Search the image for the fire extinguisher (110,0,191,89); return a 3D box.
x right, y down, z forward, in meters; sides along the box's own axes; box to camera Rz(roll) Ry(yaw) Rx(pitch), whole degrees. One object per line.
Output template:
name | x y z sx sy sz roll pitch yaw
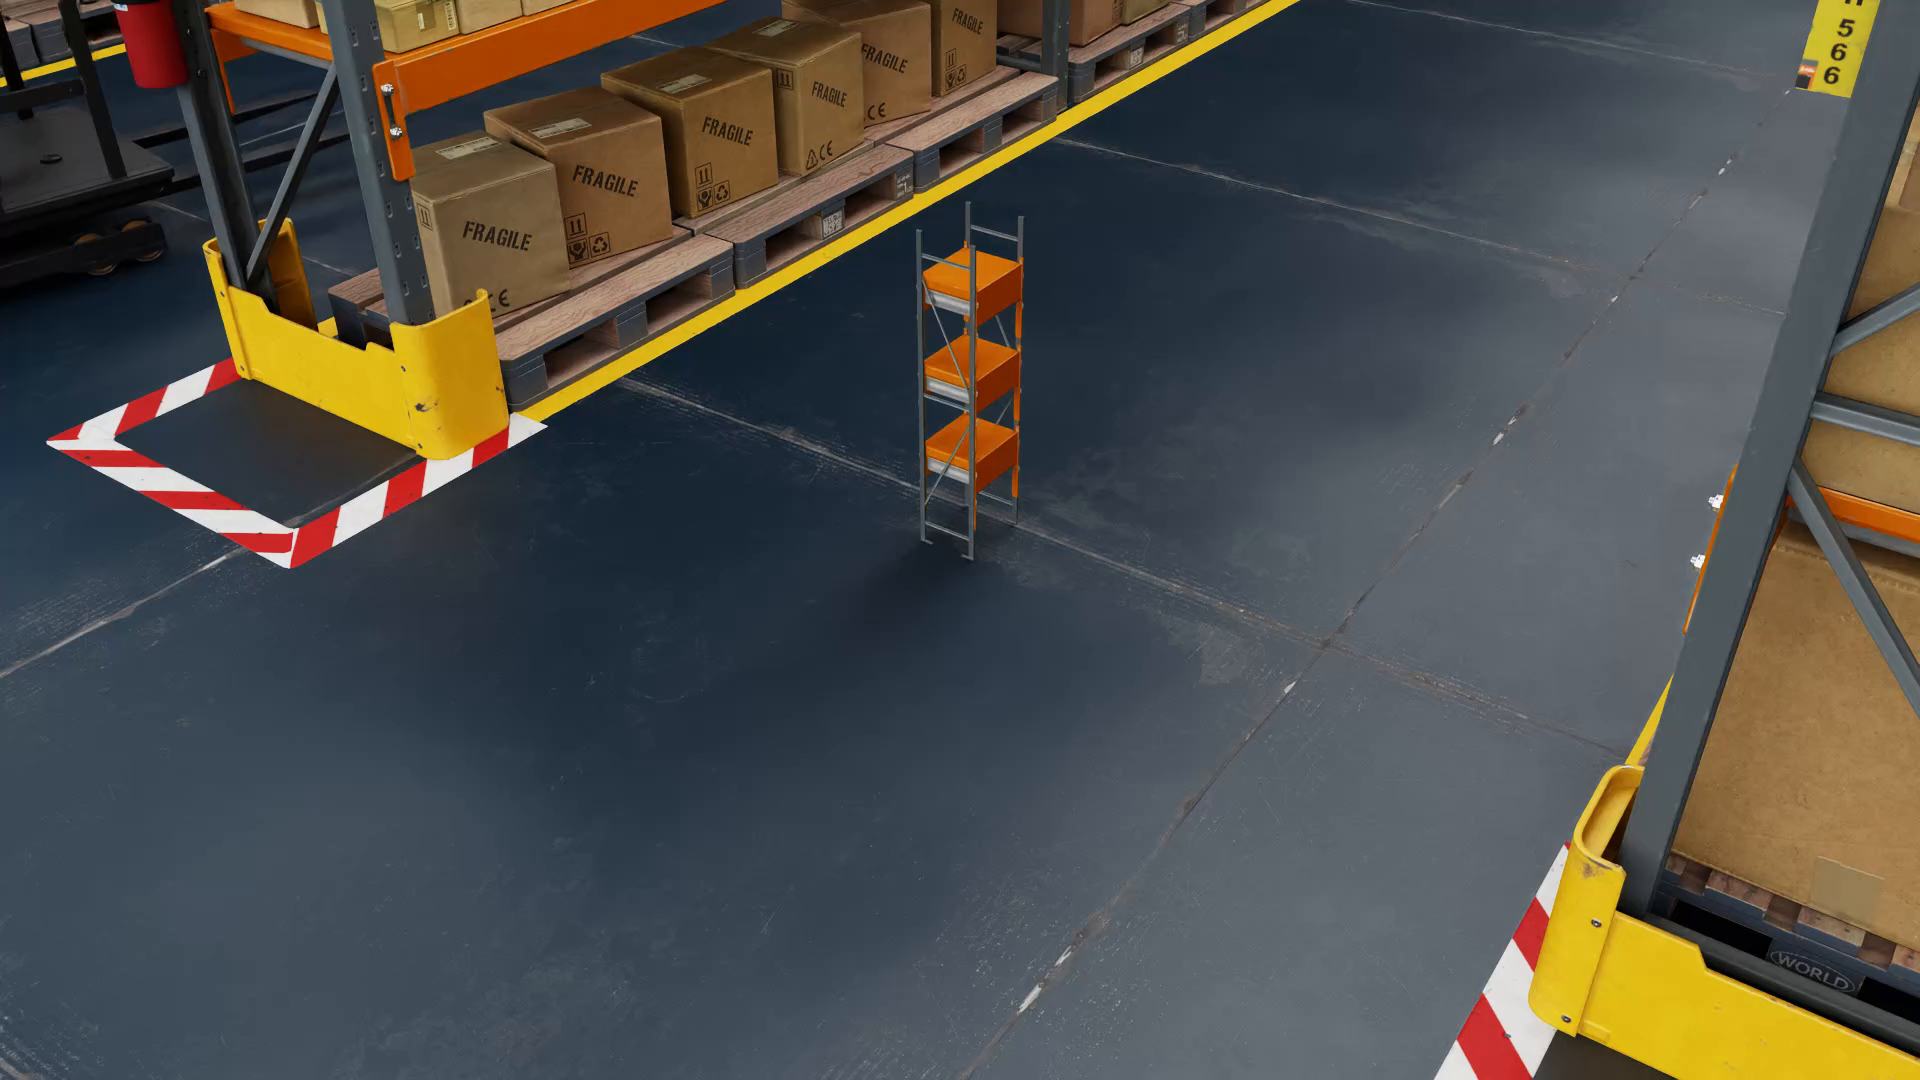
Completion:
fire extinguisher | -2.624 -1.791 5.290 0.296 0.674 0.183 21 39 28

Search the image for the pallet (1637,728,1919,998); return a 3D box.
pallet | 2.229 0.664 4.080 1.003 0.211 1.213 21 39 28

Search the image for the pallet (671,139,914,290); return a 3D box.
pallet | -0.948 -1.531 7.325 1.003 0.211 1.213 21 39 28

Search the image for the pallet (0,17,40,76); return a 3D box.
pallet | -5.776 -2.578 8.874 1.003 0.211 1.213 21 39 28

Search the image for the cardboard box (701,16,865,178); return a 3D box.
cardboard box | -0.770 -1.960 7.327 0.500 0.500 0.500 18 38 24

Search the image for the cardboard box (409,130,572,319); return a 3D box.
cardboard box | -1.810 -1.150 6.129 0.500 0.500 0.500 -29 43 -35

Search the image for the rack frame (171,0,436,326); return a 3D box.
rack frame | -2.180 -1.729 5.129 1.000 3.000 0.127 21 39 28

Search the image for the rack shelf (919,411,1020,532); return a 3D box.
rack shelf | 0.031 -0.221 5.154 0.215 0.259 0.240 21 39 28

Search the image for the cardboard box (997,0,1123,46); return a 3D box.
cardboard box | 0.469 -2.992 8.836 0.700 0.500 0.500 18 38 25

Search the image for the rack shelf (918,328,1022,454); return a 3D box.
rack shelf | 0.031 -0.451 4.998 0.215 0.259 0.240 21 39 28

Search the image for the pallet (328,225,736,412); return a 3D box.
pallet | -1.644 -0.971 6.498 1.003 0.211 1.213 21 39 28

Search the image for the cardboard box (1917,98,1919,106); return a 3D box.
cardboard box | 2.318 -1.049 3.025 0.875 0.550 0.550 21 39 28

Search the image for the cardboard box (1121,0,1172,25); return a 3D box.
cardboard box | 0.756 -3.206 9.151 0.700 0.500 0.500 21 39 28

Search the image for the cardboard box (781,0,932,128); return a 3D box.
cardboard box | -0.480 -2.271 7.787 0.500 0.500 0.500 -23 40 -30

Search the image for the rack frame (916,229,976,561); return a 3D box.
rack frame | -0.039 -0.403 4.909 0.200 1.050 0.008 21 39 28

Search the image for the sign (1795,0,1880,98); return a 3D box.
sign | 1.399 -0.856 2.593 0.100 0.325 0.005 21 39 28

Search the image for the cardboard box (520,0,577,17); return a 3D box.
cardboard box | -1.508 -1.899 5.605 0.380 0.149 0.250 21 39 28

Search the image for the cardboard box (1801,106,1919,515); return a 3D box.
cardboard box | 2.012 -0.346 2.949 0.875 0.550 0.550 21 39 28

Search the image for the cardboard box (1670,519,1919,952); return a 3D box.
cardboard box | 2.170 0.275 3.688 0.875 0.875 0.875 21 40 28

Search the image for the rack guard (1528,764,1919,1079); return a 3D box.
rack guard | 1.824 0.948 3.401 1.175 0.500 0.348 21 39 28

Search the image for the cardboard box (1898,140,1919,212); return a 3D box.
cardboard box | 2.081 -0.766 2.607 0.875 0.550 0.550 21 39 28

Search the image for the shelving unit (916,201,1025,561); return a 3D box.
shelving unit | 0.031 -0.460 4.992 0.215 1.050 0.252 21 39 28

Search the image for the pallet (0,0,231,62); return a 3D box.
pallet | -5.080 -3.137 9.701 1.003 0.211 1.213 21 39 28

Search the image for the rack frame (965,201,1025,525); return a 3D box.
rack frame | 0.100 -0.516 5.075 0.200 1.050 0.008 21 39 28

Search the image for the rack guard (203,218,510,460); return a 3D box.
rack guard | -2.137 -0.729 5.881 1.175 0.500 0.348 21 39 28

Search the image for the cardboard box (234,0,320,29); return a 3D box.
cardboard box | -2.187 -1.822 5.491 0.380 0.149 0.250 21 39 28

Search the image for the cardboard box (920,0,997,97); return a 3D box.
cardboard box | -0.160 -2.537 8.180 0.500 0.500 0.500 20 39 27

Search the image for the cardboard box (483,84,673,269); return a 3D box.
cardboard box | -1.497 -1.436 6.552 0.500 0.500 0.500 -25 41 -32

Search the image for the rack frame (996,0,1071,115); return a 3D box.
rack frame | 0.101 -3.570 7.851 1.000 3.000 0.127 21 39 28

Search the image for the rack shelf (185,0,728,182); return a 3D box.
rack shelf | -1.039 -2.351 6.692 1.077 0.370 4.000 21 39 28

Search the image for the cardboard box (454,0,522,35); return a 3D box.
cardboard box | -1.663 -1.789 5.442 0.380 0.149 0.250 21 39 28

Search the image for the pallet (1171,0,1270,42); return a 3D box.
pallet | 1.239 -3.337 9.996 1.003 0.211 1.213 21 39 28

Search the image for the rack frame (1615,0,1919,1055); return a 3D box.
rack frame | 1.837 -0.098 2.718 1.000 3.000 0.127 21 39 28

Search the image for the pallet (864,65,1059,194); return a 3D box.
pallet | -0.253 -2.094 8.159 1.003 0.211 1.213 21 39 28

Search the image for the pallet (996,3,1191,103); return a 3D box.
pallet | 0.544 -2.773 9.163 1.003 0.211 1.213 21 39 28

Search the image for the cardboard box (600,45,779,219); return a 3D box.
cardboard box | -1.125 -1.718 6.969 0.500 0.500 0.500 25 42 32

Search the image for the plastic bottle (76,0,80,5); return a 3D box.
plastic bottle | -4.959 -3.098 9.196 0.097 0.271 0.097 0 34 0

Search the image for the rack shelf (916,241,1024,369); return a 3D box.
rack shelf | 0.031 -0.686 4.839 0.215 0.259 0.240 21 39 28

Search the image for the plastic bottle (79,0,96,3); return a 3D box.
plastic bottle | -4.900 -3.117 9.286 0.097 0.201 0.097 0 34 0

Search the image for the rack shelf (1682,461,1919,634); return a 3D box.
rack shelf | 2.978 -0.721 4.280 1.077 0.370 4.000 21 39 28

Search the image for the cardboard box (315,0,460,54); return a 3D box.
cardboard box | -1.821 -1.680 5.281 0.380 0.149 0.250 21 39 28

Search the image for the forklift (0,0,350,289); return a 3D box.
forklift | -3.976 -2.488 6.312 1.130 2.935 3.031 29 44 36
